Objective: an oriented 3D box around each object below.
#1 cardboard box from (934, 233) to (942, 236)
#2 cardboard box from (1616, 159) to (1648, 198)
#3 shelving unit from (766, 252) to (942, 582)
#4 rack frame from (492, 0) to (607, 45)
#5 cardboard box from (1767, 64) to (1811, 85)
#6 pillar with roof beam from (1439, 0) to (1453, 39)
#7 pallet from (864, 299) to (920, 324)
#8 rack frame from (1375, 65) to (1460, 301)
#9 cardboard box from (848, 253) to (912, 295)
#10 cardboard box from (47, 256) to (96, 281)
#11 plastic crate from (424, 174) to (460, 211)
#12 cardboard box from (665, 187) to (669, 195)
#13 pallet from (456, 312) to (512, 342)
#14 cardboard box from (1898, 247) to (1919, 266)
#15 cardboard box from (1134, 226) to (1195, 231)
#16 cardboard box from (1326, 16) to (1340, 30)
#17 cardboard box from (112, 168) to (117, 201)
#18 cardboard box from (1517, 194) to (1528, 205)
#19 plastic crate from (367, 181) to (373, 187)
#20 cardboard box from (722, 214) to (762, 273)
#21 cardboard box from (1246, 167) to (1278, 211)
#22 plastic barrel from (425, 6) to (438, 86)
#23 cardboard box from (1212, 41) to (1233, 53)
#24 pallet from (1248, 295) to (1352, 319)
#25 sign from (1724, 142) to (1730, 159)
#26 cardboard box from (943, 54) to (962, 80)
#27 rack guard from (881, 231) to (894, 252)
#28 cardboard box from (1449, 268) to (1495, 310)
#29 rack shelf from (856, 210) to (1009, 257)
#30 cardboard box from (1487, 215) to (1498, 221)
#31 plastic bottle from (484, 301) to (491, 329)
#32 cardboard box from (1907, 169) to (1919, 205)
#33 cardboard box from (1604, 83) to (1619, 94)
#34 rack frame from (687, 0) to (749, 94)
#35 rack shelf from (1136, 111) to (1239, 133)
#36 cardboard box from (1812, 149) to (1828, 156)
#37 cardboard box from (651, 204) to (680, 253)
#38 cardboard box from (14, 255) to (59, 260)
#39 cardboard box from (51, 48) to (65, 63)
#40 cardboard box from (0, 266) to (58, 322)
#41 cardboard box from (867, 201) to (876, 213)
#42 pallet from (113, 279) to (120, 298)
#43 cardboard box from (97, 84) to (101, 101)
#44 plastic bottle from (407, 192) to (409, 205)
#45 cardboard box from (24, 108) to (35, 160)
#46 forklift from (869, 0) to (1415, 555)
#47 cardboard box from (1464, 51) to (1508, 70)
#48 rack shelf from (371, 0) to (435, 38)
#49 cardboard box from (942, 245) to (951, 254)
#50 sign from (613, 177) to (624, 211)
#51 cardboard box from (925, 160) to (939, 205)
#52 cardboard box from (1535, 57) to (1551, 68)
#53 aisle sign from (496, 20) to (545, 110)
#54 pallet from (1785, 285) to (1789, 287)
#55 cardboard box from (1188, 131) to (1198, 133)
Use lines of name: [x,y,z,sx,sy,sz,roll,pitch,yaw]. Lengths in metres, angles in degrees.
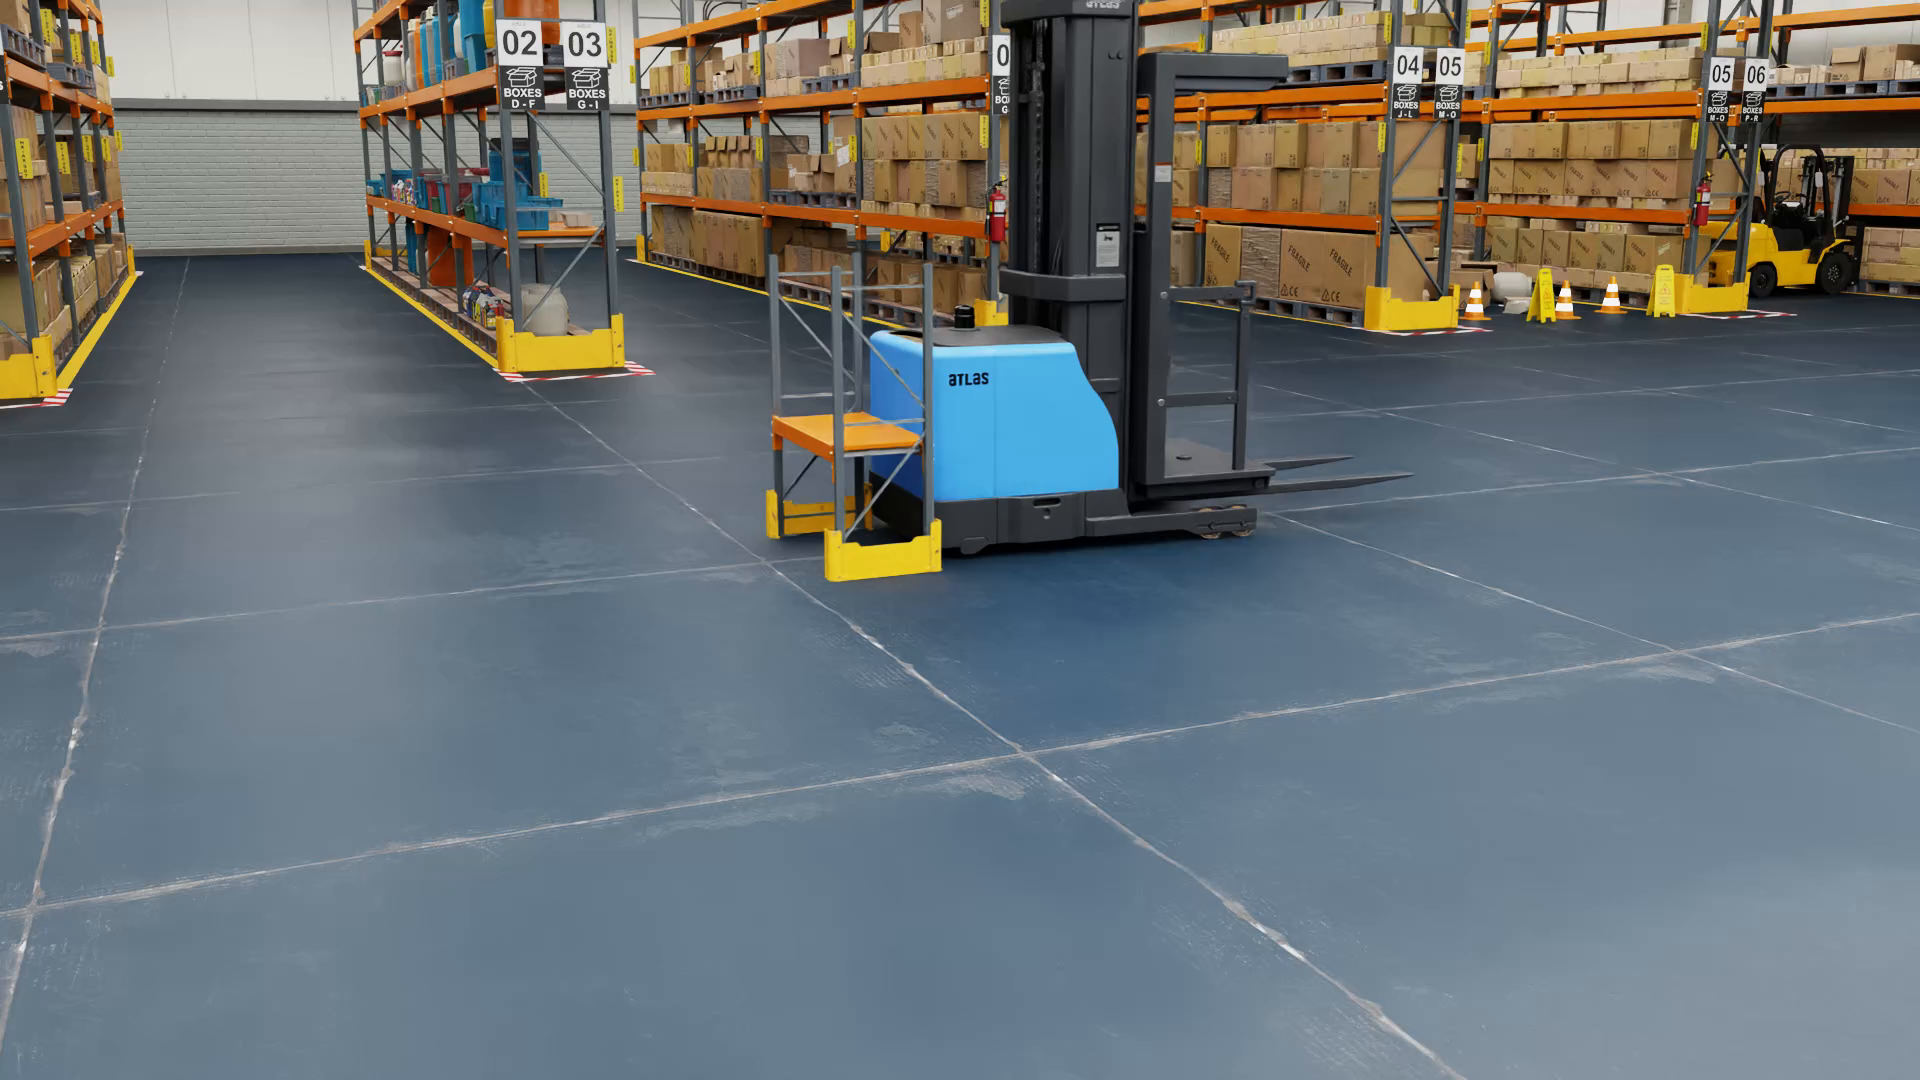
cardboard box: [-0.306,-5.834,31.497,0.380,0.149,0.250,-6,14,-26]
cardboard box: [9.182,-4.844,22.265,0.500,0.500,0.500,-6,14,-23]
shelving unit: [-0.565,-0.664,8.415,0.587,1.500,1.083,-5,14,-22]
rack frame: [-3.771,-6.039,15.007,1.000,3.000,0.127,-6,14,-23]
cardboard box: [12.902,-7.212,25.770,0.500,0.311,0.500,-5,14,-22]
pillar with roof beam: [6.190,-10.147,32.753,9.100,9.000,0.400,-6,14,-23]
pallet: [-0.533,-2.896,20.916,1.003,0.211,1.213,-6,14,-23]
rack frame: [5.353,-3.991,19.462,1.000,3.000,0.127,-6,14,-23]
cardboard box: [-1.061,-3.516,21.976,0.700,0.500,0.500,-7,15,-27]
cardboard box: [-11.080,-3.375,20.723,0.500,0.311,0.500,-5,14,-21]
plastic crate: [-6.608,-4.439,21.256,0.402,0.464,0.583,-6,14,-23]
cardboard box: [-5.078,-6.272,29.876,0.380,0.149,0.250,-5,14,-22]
pallet: [-5.142,-2.442,18.953,1.003,0.211,1.213,-6,14,-23]
cardboard box: [13.913,-4.089,23.943,0.500,0.250,0.500,-6,14,-24]
cardboard box: [3.037,-4.246,24.620,1.050,0.750,0.750,-6,14,-23]
cardboard box: [4.600,-6.169,19.854,0.380,0.149,0.250,-5,14,-22]
cardboard box: [-13.683,-5.642,26.372,0.500,0.500,0.500,-6,14,-24]
cardboard box: [8.361,-4.969,24.246,0.380,0.149,0.250,-6,14,-23]
plastic crate: [-10.119,-6.153,29.042,0.416,0.233,0.300,-6,14,-23]
cardboard box: [-3.044,-4.716,26.373,1.225,0.875,0.875,-6,14,-23]
cardboard box: [4.259,-4.582,21.681,0.875,0.550,0.550,-6,14,-23]
plastic barrel: [-6.037,-5.869,19.812,0.600,0.901,0.600,0,13,0]
cardboard box: [3.690,-6.478,22.073,0.500,0.250,0.500,-6,14,-23]
pallet: [4.476,-3.042,21.547,1.003,0.211,1.213,-6,14,-23]
sign: [12.299,-6.209,26.653,0.100,0.325,0.005,-6,14,-23]
cardboard box: [0.139,-5.132,18.071,0.500,0.250,0.500,-6,14,-23]
rack guard: [-1.026,-6.063,33.959,1.175,0.500,0.348,-6,14,-23]
cardboard box: [6.825,-3.377,22.345,0.637,0.503,0.797,6,14,26]
rack shelf: [-0.033,-3.627,19.483,1.077,0.370,4.000,-6,14,-23]
cardboard box: [10.254,-6.219,32.264,0.380,0.149,0.250,-6,14,-26]
plastic bottle: [-4.971,-2.370,17.506,0.061,0.283,0.133,-5,14,-22]
cardboard box: [13.957,-5.035,23.750,0.500,0.500,0.500,-6,14,-24]
cardboard box: [8.961,-6.114,22.537,0.380,0.149,0.250,-6,14,-25]
rack frame: [-4.039,-8.966,27.652,1.000,3.000,0.127,-6,14,-23]
rack shelf: [4.240,-8.462,33.724,1.077,0.370,4.000,-6,14,-23]
cardboard box: [13.237,-5.893,25.358,0.380,0.149,0.250,-6,14,-23]
cardboard box: [-5.312,-5.914,31.551,0.875,0.875,0.875,-6,14,-23]
cardboard box: [-12.105,-3.491,21.871,0.500,0.500,0.500,-5,14,-21]
cardboard box: [-11.721,-5.920,20.922,0.910,0.500,0.500,-6,14,-23]
cardboard box: [-8.920,-2.341,15.837,0.500,0.500,0.500,-6,14,-23]
cardboard box: [-0.936,-4.144,20.678,0.380,0.149,0.250,-6,14,-23]
pallet: [-12.757,-3.626,24.069,1.003,0.211,1.213,-6,14,-23]
cardboard box: [-13.282,-6.764,25.123,0.500,0.250,0.500,-6,14,-23]
plastic bottle: [-7.923,-4.932,23.966,0.097,0.201,0.097,0,13,0]
cardboard box: [-9.526,-3.982,16.323,0.700,0.500,0.500,-6,14,-23]
forklift: [1.069,-1.537,9.013,3.031,2.935,1.130,-5,14,-20]
cardboard box: [7.897,-7.230,25.097,0.500,0.250,0.500,-5,14,-22]
rack shelf: [-7.776,-7.560,24.060,1.077,0.370,4.000,-6,14,-23]
cardboard box: [-0.116,-5.446,31.140,0.380,0.149,0.250,-6,14,-25]
sign: [-3.265,-3.300,15.863,0.100,0.325,0.005,-6,14,-23]
cardboard box: [0.102,-4.073,18.936,0.875,0.500,0.500,-6,14,-23]
cardboard box: [8.382,-6.755,23.541,0.380,0.149,0.250,-6,14,-23]
aisle sign: [-4.014,-4.341,15.210,0.394,0.787,0.004,-6,14,-23]
pallet: [13.072,-4.208,26.583,1.003,0.211,1.213,-6,14,-23]
cardboard box: [4.626,-7.825,32.149,0.380,0.149,0.250,-6,14,-24]
